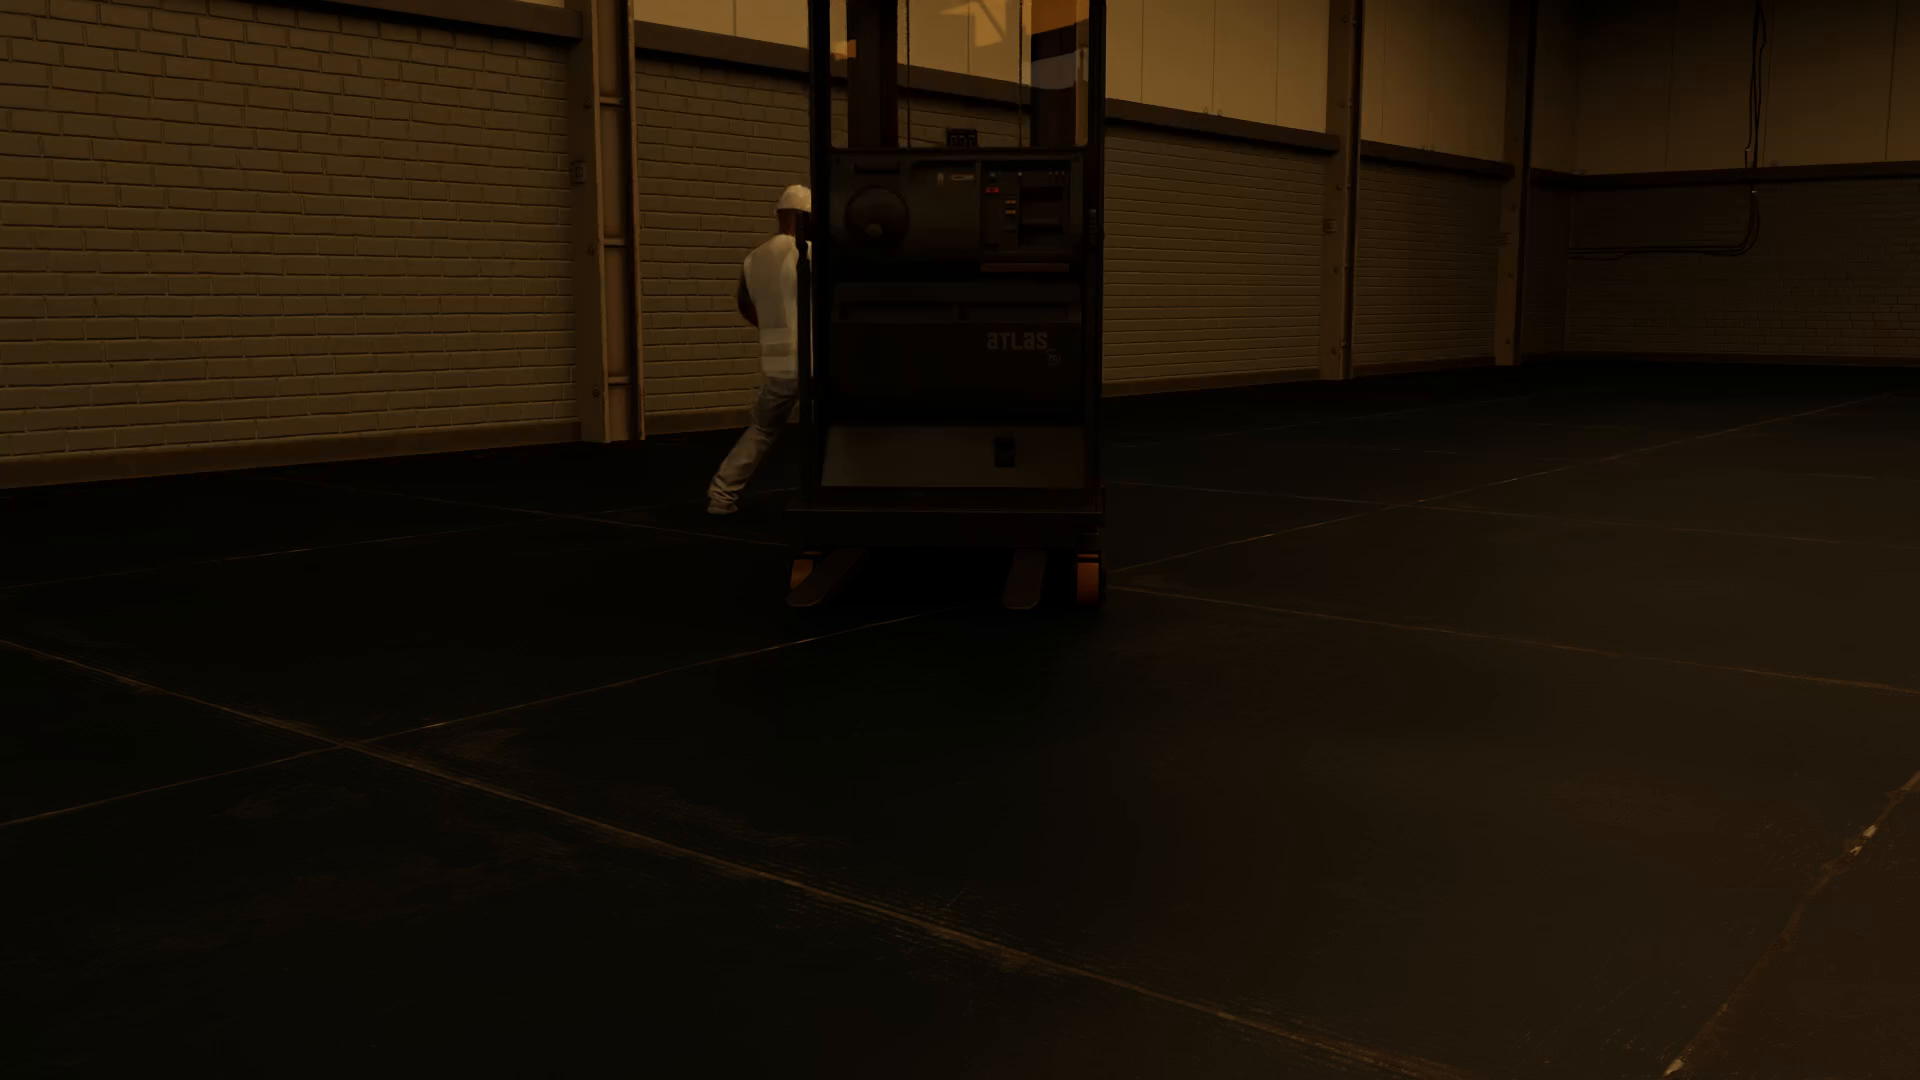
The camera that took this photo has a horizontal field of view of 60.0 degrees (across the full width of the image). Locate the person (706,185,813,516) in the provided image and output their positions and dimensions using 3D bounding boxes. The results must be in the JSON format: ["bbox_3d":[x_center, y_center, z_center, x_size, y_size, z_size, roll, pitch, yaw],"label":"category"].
[{"bbox_3d":[-0.781,-0.919,8.226,1.025,1.634,0.830,8,11,43],"label":"person"}]

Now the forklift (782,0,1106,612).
[{"bbox_3d":[-0.028,-1.262,5.907,1.130,2.935,3.031,1,8,4],"label":"forklift"}]
